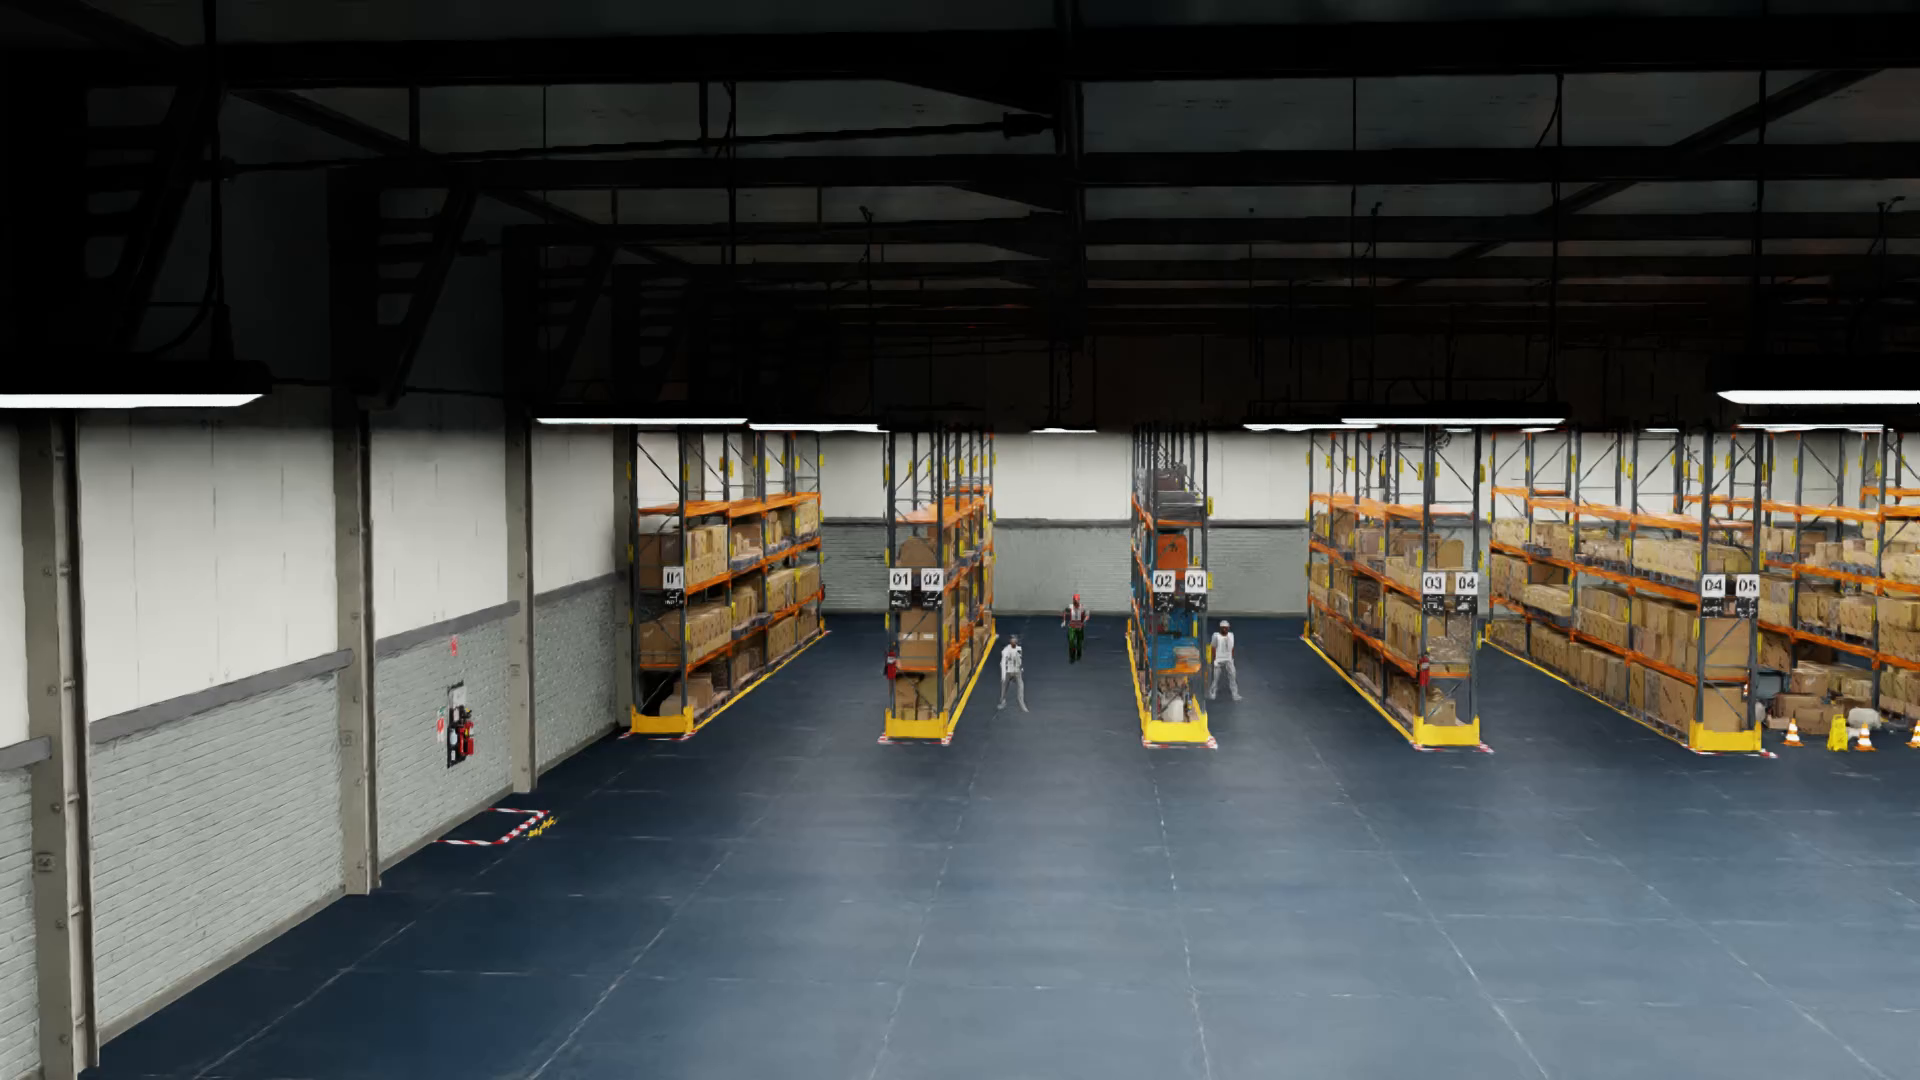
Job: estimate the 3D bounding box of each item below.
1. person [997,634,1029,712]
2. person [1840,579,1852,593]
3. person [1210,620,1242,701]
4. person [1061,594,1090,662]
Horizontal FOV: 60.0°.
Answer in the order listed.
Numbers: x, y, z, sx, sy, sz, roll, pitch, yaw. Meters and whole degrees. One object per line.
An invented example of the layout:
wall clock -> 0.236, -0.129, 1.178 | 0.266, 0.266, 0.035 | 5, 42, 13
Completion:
person -> 1.084, 2.729, 34.462 | 0.529, 1.623, 0.933 | -1, 4, -18
person -> 24.858, 1.913, 46.750 | 0.656, 1.718, 0.553 | -2, 4, -27
person -> 5.673, 2.578, 35.732 | 0.554, 1.735, 0.907 | -1, 4, -13
person -> 2.929, 2.197, 42.084 | 0.701, 1.714, 0.868 | 0, 4, 1
